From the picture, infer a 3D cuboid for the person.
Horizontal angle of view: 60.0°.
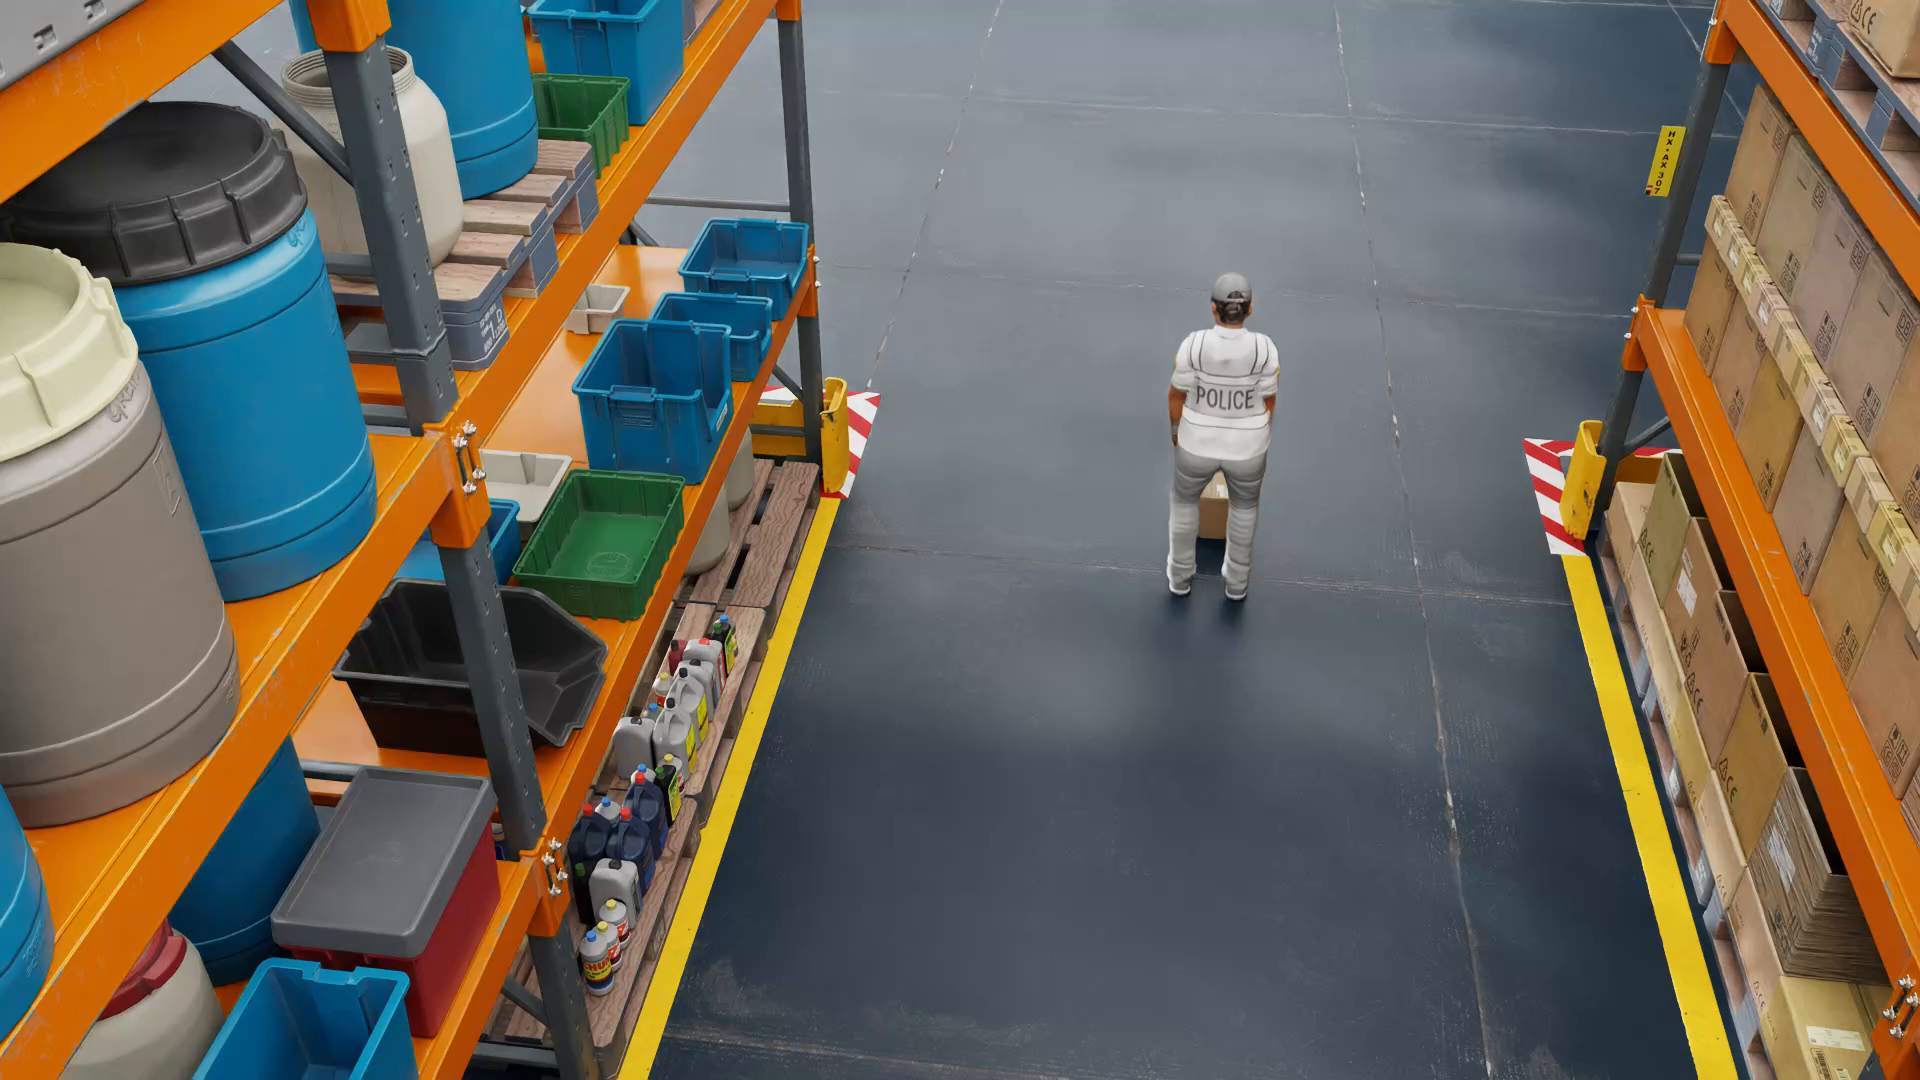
[{"bbox_3d":[1.187,-0.452,7.678,0.483,1.643,0.429,5,37,7],"label":"person"}]
